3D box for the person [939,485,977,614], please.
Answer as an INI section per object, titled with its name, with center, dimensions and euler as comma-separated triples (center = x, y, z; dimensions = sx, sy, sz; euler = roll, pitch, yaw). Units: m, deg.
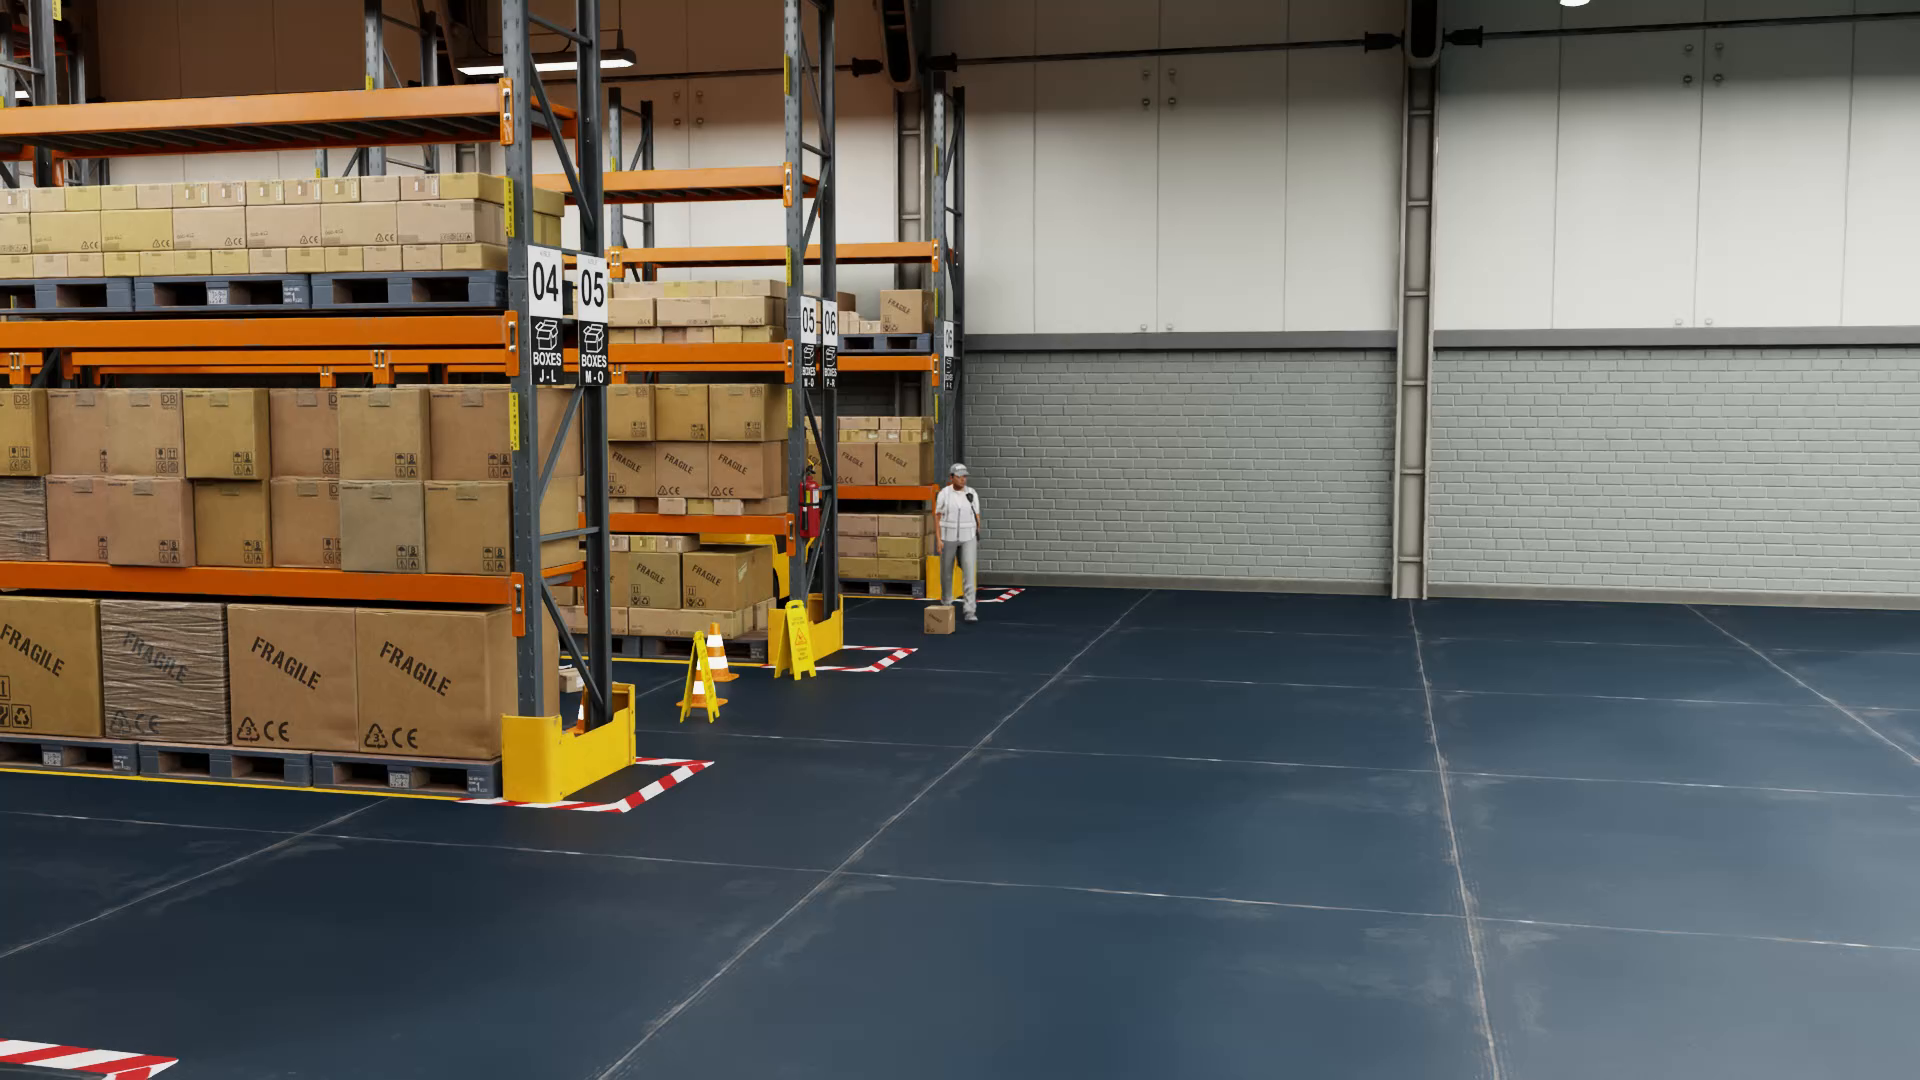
[person]
center = -0.029, 0.097, 17.476
dimensions = 0.425, 1.340, 0.751
euler = 0, 5, -1
